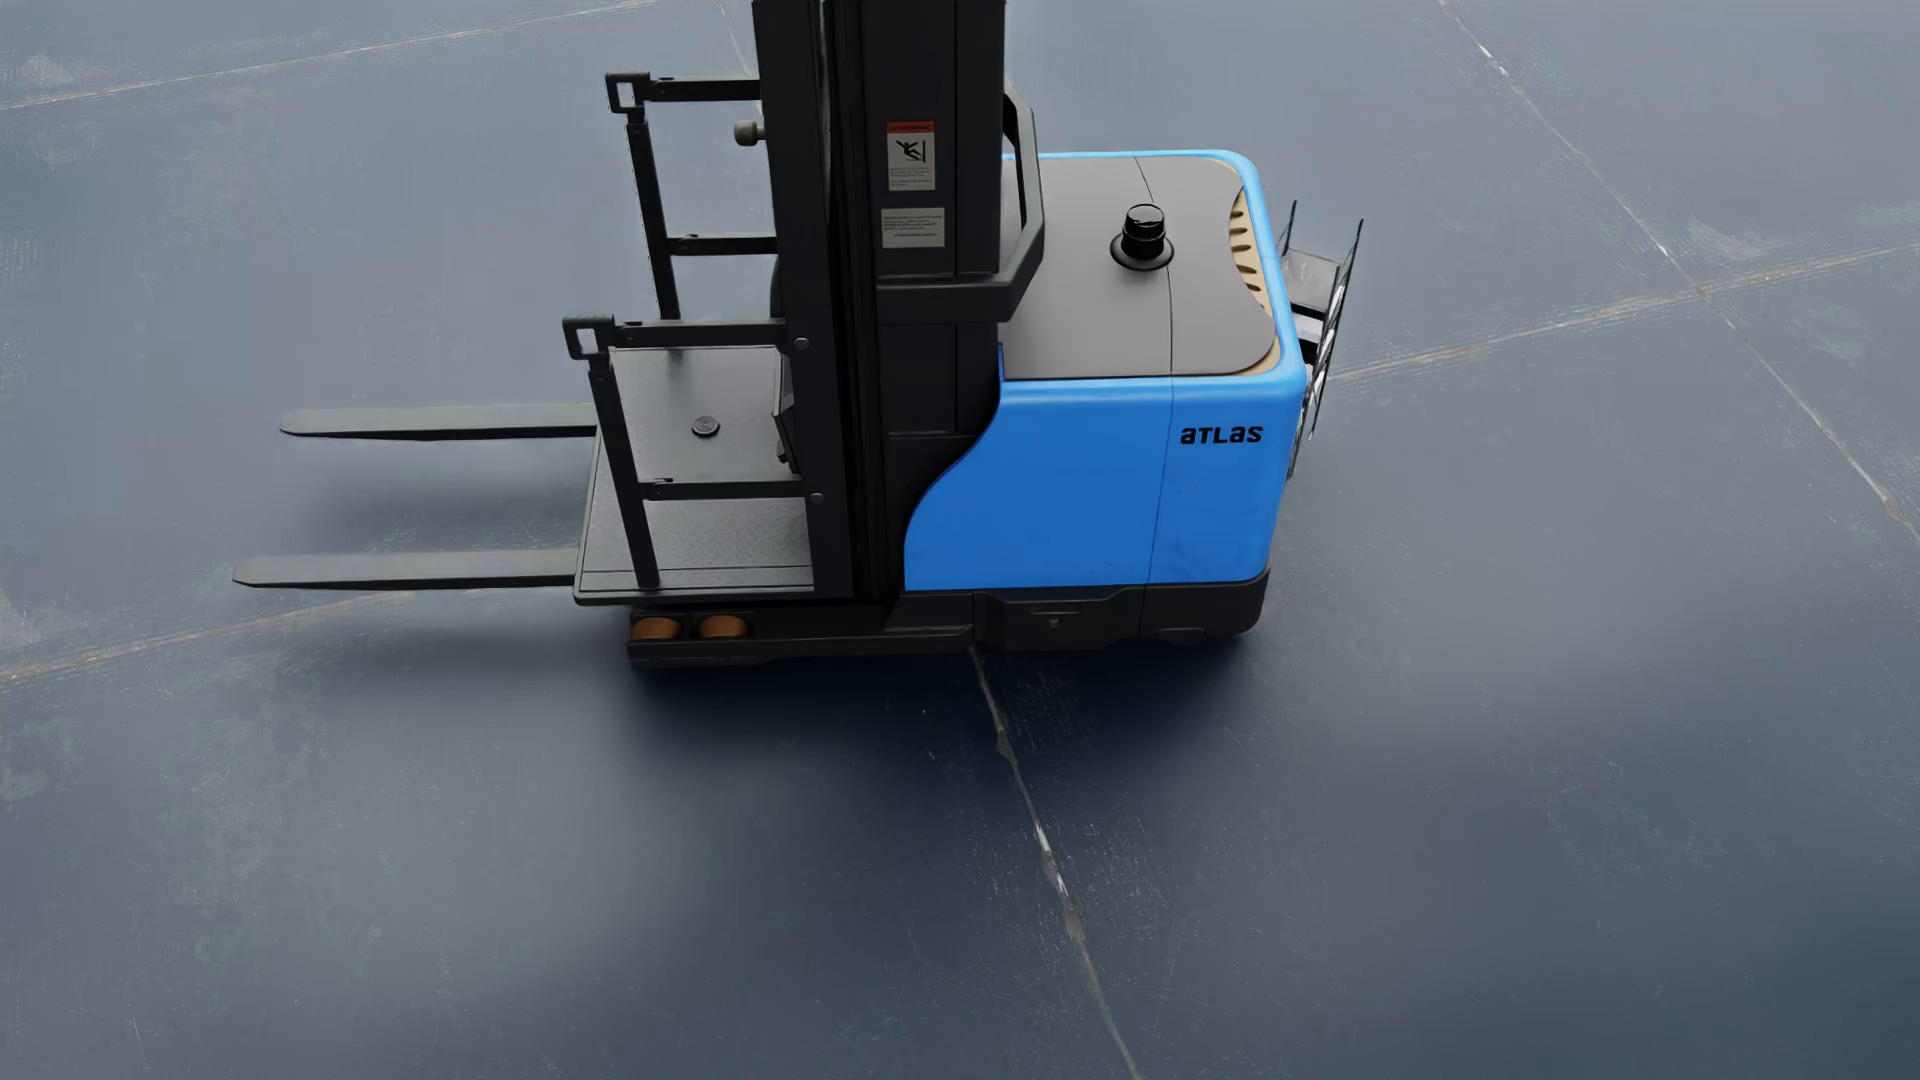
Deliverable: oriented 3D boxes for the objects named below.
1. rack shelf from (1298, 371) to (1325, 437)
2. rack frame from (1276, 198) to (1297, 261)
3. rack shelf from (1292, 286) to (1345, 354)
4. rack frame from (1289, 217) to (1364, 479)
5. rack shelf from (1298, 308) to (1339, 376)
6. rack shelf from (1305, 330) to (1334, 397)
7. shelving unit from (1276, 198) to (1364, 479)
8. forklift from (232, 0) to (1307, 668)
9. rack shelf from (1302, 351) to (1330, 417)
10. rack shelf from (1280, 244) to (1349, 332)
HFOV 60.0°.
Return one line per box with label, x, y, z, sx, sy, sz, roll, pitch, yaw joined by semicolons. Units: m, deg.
rack shelf;1.036;-0.467;5.335;0.200;0.077;0.258;20;53;16
rack frame;0.944;-0.639;5.200;0.006;0.900;0.240;20;53;16
rack shelf;1.036;-0.699;5.059;0.200;0.077;0.258;20;53;16
rack frame;1.128;-0.571;5.143;0.006;0.900;0.240;20;53;16
rack shelf;1.036;-0.641;5.128;0.200;0.077;0.258;20;53;16
rack shelf;1.036;-0.583;5.197;0.200;0.077;0.258;20;53;16
shelving unit;1.036;-0.605;5.171;0.210;0.900;0.258;20;53;16
forklift;-0.627;-0.978;4.158;3.031;2.935;1.130;-2;50;-1
rack shelf;1.036;-0.525;5.266;0.200;0.077;0.258;20;53;16
rack shelf;1.036;-0.758;4.990;0.200;0.077;0.258;20;53;16
